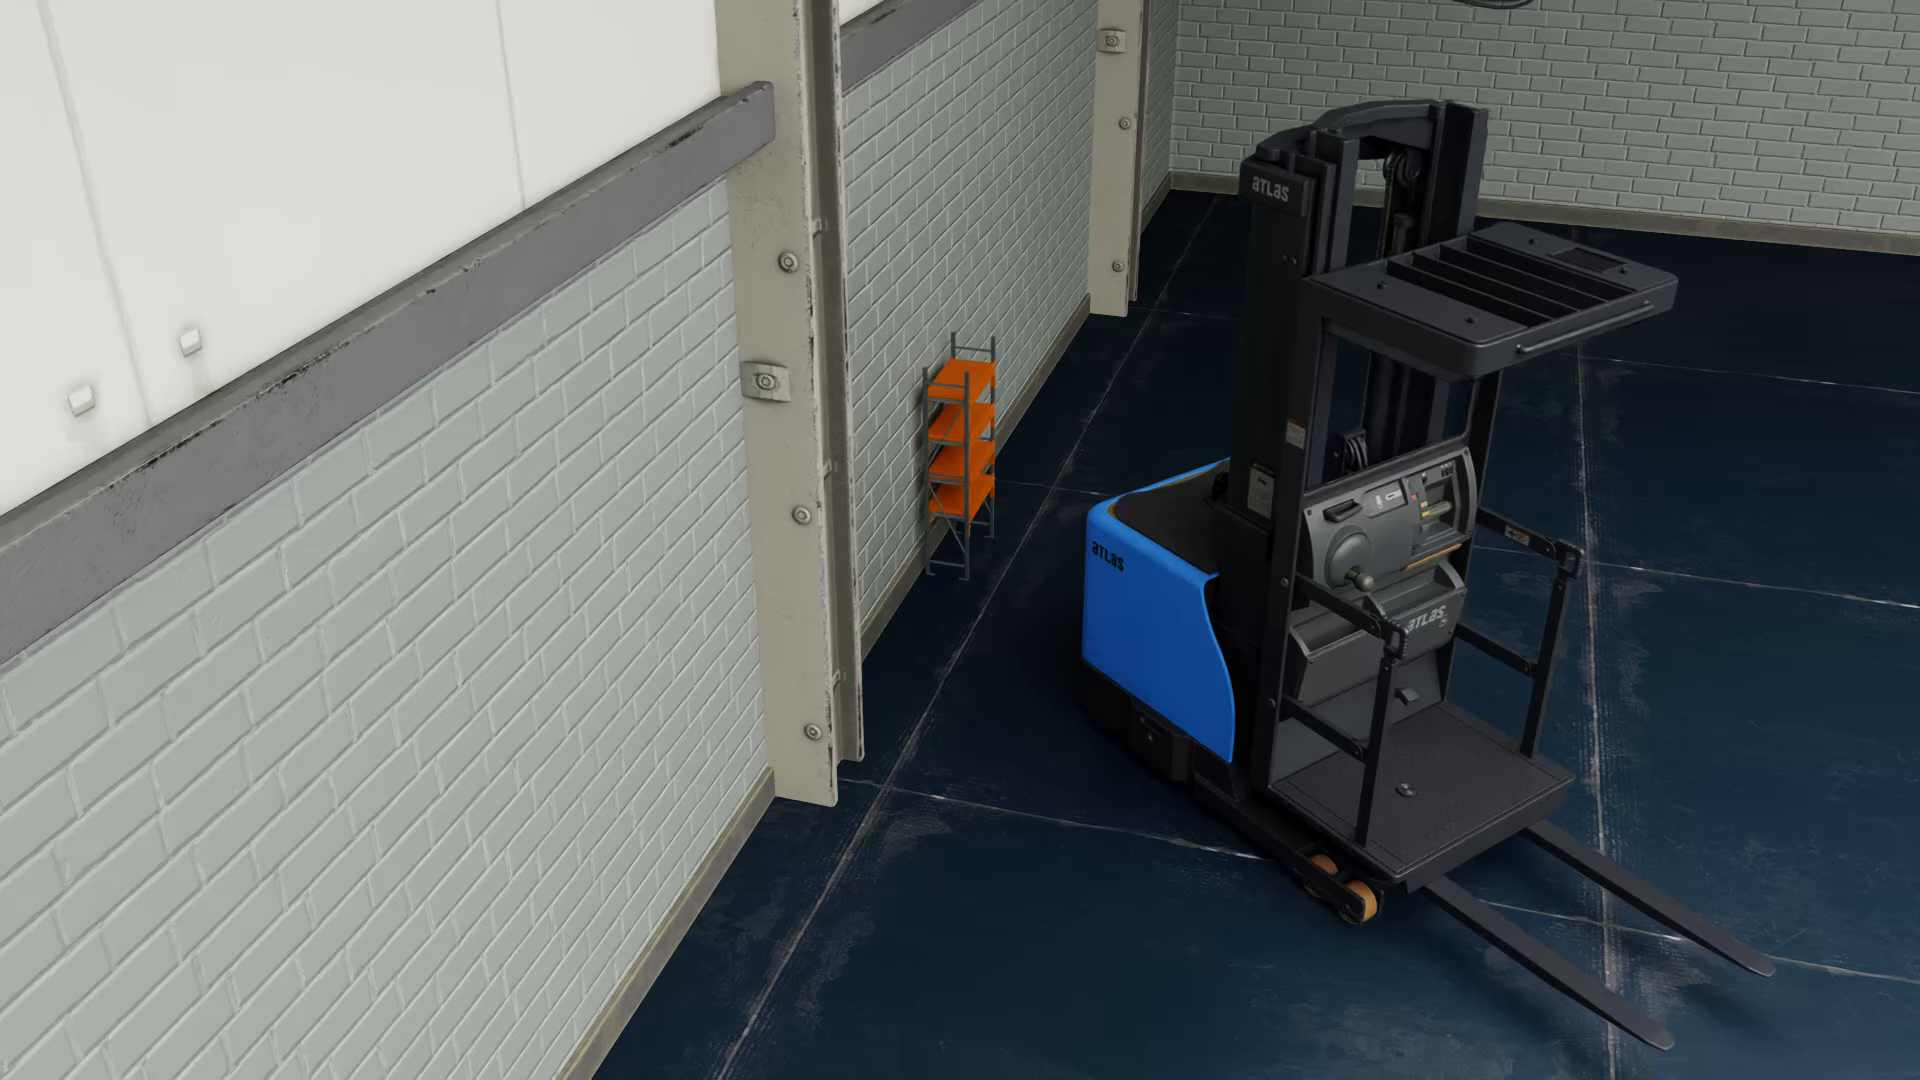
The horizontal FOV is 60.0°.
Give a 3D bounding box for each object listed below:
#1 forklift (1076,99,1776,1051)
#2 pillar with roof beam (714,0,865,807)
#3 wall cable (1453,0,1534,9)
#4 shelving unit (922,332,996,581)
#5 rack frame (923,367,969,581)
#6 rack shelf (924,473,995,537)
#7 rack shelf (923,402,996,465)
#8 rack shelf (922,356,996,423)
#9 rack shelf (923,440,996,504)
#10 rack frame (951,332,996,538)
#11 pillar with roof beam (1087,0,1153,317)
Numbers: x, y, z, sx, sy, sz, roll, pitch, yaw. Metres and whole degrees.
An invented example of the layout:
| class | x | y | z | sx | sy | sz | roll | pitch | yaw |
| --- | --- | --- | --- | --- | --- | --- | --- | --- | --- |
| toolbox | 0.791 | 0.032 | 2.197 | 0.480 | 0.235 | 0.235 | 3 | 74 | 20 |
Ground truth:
| class | x | y | z | sx | sy | sz | roll | pitch | yaw |
| --- | --- | --- | --- | --- | --- | --- | --- | --- | --- |
| forklift | 1.802 | -0.041 | 6.309 | 1.130 | 2.935 | 3.031 | -19 | 34 | -30 |
| pillar with roof beam | 3.481 | -2.279 | 4.090 | 9.100 | 9.000 | 0.400 | 8 | 30 | 15 |
| wall cable | 3.256 | -5.505 | 13.084 | 3.097 | 2.526 | 0.112 | 8 | 30 | 15 |
| shelving unit | 0.001 | -0.439 | 8.805 | 0.258 | 1.200 | 0.503 | 8 | 30 | 15 |
| rack frame | -0.069 | -0.326 | 8.601 | 0.240 | 1.200 | 0.015 | 8 | 30 | 15 |
| rack shelf | 0.001 | -0.207 | 8.934 | 0.258 | 0.148 | 0.480 | 8 | 30 | 15 |
| rack shelf | 0.000 | -0.576 | 8.729 | 0.258 | 0.148 | 0.480 | 8 | 30 | 15 |
| rack shelf | 0.000 | -0.783 | 8.614 | 0.258 | 0.148 | 0.480 | 8 | 30 | 15 |
| rack shelf | 0.001 | -0.381 | 8.838 | 0.258 | 0.148 | 0.480 | 8 | 30 | 15 |
| rack frame | 0.070 | -0.553 | 9.009 | 0.240 | 1.200 | 0.015 | 8 | 30 | 15 |
| pillar with roof beam | 5.242 | -5.067 | 9.103 | 9.100 | 9.000 | 0.400 | 8 | 30 | 15 |
